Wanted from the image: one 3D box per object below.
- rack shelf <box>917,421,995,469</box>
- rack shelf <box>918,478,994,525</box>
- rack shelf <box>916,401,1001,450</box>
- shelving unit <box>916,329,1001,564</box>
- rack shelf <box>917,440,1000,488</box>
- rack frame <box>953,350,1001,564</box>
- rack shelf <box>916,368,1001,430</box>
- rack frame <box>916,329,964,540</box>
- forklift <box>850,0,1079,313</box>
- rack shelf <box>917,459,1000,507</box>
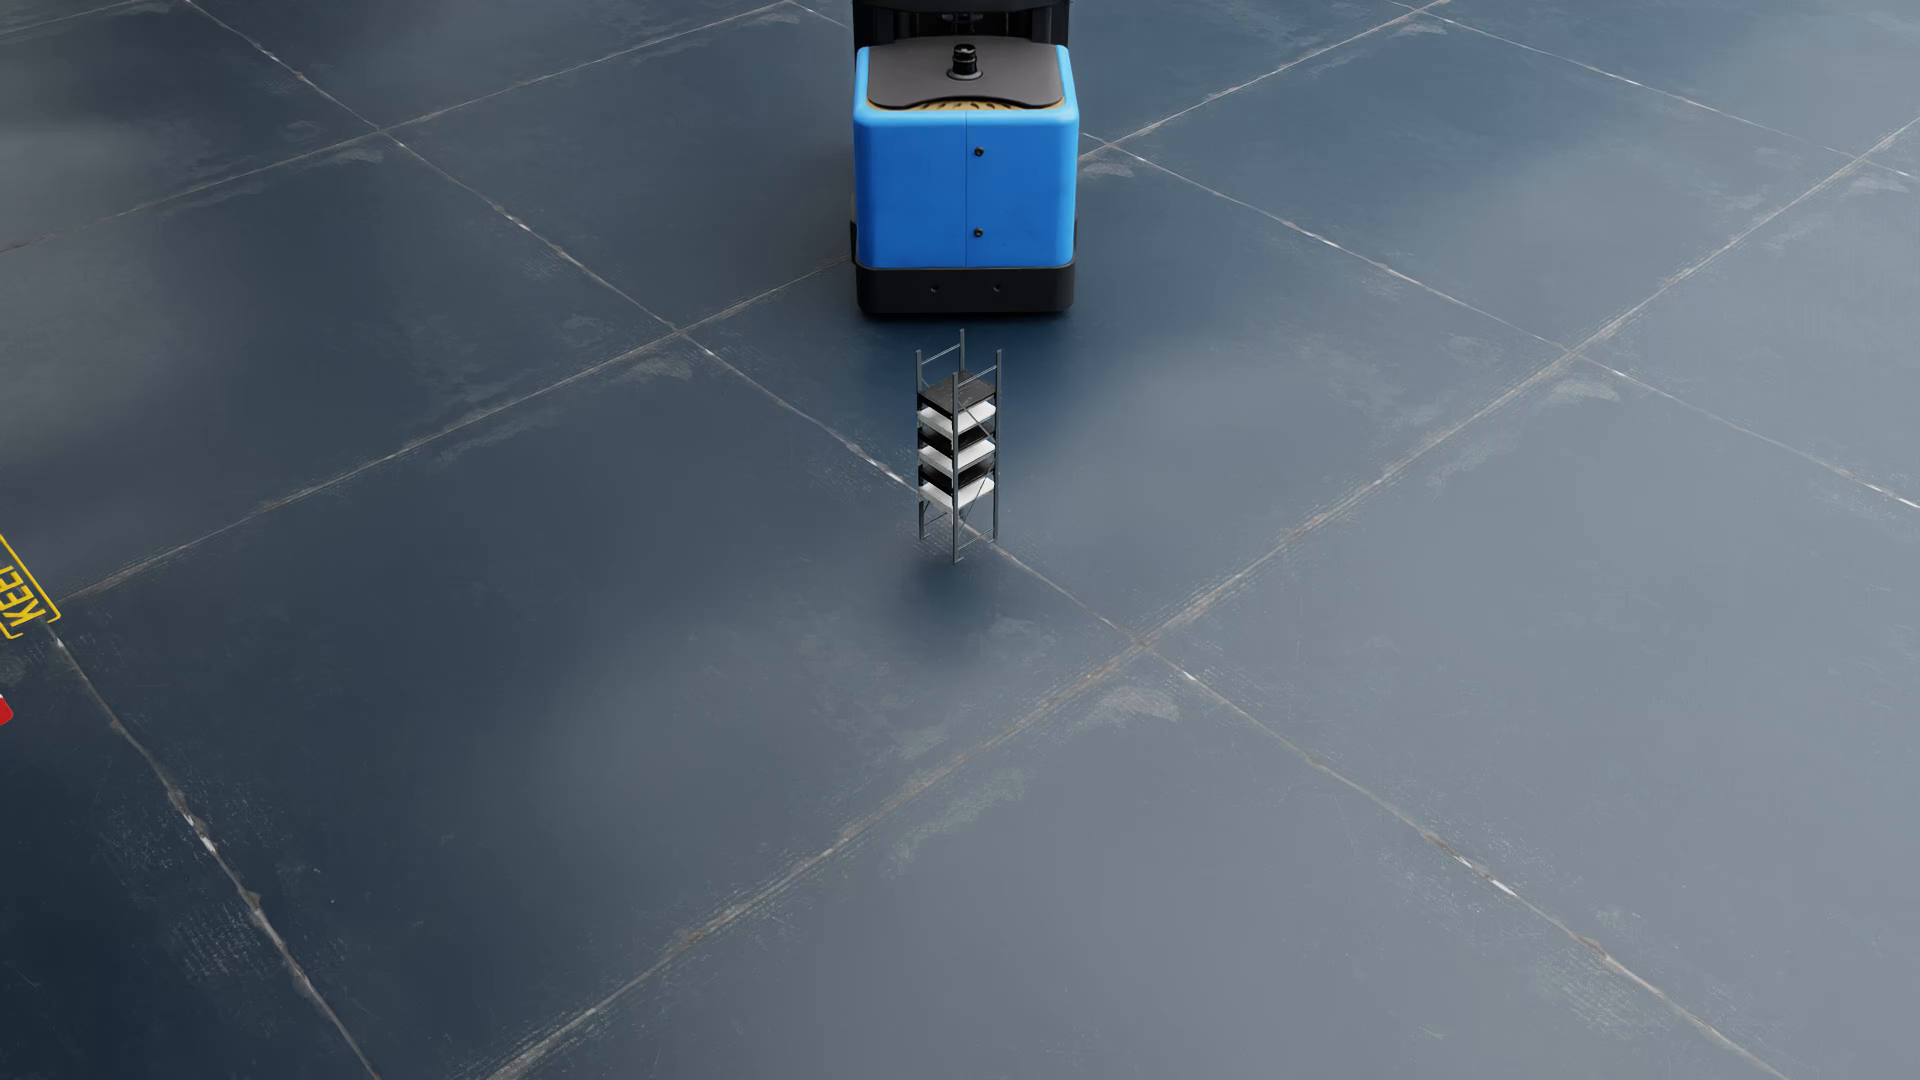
[{"bbox_3d":[-0.005,-0.398,6.436,0.258,0.077,0.200,-30,48,-32],"label":"rack shelf"},{"bbox_3d":[-0.005,-0.188,6.606,0.258,0.077,0.200,-30,48,-32],"label":"rack shelf"},{"bbox_3d":[-0.005,-0.468,6.380,0.258,0.077,0.200,-30,48,-32],"label":"rack shelf"},{"bbox_3d":[-0.005,-0.354,6.472,0.258,0.900,0.210,-30,48,-32],"label":"shelving unit"},{"bbox_3d":[-0.005,-0.328,6.493,0.258,0.077,0.200,-30,48,-32],"label":"rack shelf"},{"bbox_3d":[0.063,-0.307,6.414,0.240,0.900,0.006,-30,48,-32],"label":"rack frame"},{"bbox_3d":[-0.005,-0.538,6.323,0.258,0.077,0.200,-30,48,-32],"label":"rack shelf"},{"bbox_3d":[-0.074,-0.401,6.530,0.240,0.900,0.006,-30,48,-32],"label":"rack frame"},{"bbox_3d":[0.000,-3.128,8.290,1.130,2.935,3.031,-1,39,-1],"label":"forklift"},{"bbox_3d":[-0.005,-0.258,6.549,0.258,0.077,0.200,-30,48,-32],"label":"rack shelf"}]
